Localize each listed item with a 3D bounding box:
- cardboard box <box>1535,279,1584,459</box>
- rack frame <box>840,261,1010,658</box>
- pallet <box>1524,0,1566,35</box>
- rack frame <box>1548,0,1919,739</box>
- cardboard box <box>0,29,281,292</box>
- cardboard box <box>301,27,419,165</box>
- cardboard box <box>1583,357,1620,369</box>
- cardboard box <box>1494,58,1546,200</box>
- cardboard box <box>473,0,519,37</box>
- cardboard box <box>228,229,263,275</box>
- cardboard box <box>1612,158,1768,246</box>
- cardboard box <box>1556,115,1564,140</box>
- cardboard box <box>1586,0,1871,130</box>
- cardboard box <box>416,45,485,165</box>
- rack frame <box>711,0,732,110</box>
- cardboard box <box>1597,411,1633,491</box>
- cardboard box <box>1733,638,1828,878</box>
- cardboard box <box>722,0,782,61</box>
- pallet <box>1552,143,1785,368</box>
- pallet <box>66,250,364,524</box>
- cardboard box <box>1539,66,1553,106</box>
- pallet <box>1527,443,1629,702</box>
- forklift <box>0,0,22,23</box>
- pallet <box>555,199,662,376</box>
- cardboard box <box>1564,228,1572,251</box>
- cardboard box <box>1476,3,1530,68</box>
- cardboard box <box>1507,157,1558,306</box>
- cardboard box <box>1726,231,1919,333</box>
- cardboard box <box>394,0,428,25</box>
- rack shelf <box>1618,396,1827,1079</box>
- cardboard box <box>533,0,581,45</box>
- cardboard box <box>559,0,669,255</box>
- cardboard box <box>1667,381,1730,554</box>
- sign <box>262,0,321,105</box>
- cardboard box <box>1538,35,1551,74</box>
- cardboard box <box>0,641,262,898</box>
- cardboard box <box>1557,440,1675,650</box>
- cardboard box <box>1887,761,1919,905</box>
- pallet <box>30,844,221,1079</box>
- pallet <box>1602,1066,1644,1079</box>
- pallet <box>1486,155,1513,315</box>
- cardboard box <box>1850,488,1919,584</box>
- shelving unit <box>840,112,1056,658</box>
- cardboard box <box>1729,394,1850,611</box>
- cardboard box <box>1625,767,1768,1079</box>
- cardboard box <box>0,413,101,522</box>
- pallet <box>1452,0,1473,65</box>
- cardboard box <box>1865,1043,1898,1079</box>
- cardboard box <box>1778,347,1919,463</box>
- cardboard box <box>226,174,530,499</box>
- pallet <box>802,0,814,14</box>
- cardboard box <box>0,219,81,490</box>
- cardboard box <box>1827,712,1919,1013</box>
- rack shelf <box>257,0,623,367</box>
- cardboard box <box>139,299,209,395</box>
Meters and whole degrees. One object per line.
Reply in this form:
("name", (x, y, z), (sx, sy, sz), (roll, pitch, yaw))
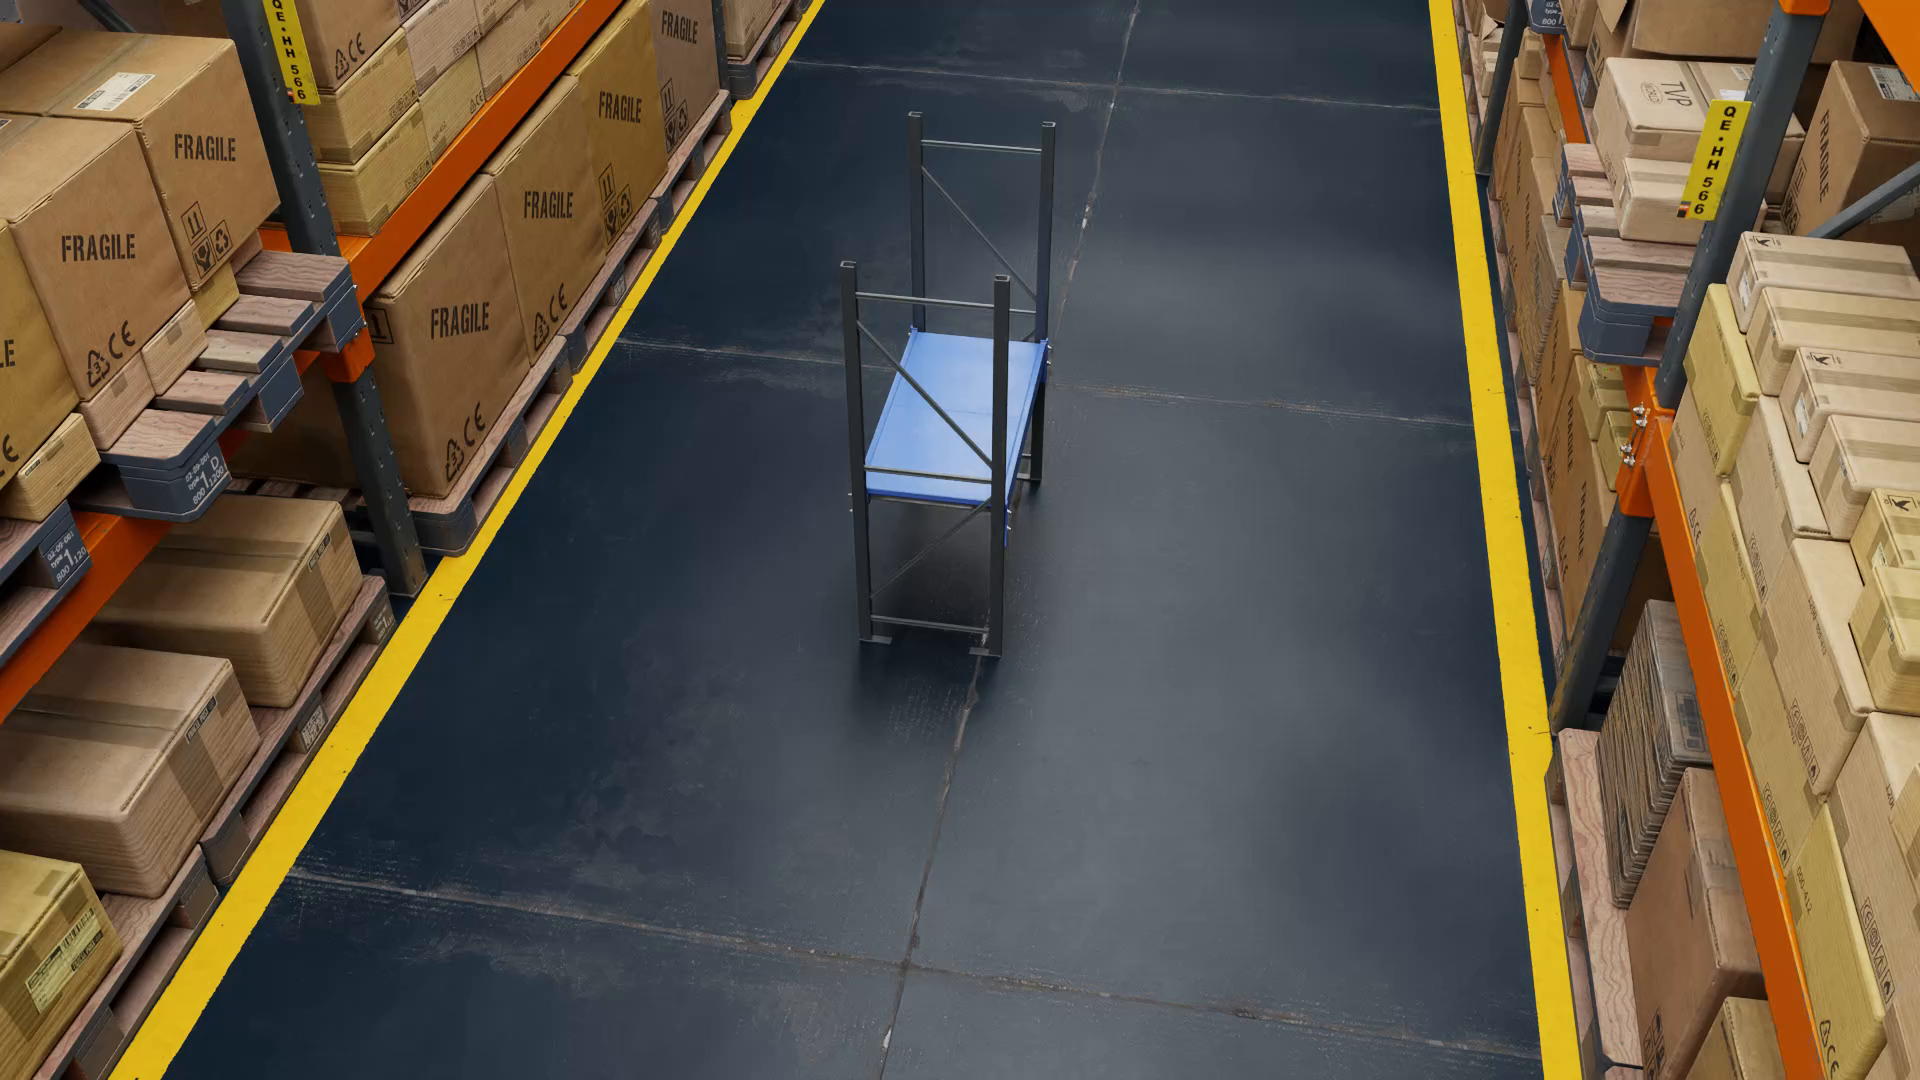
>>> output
("cardboard box", (2.491, -0.618, 6.275), (0.500, 0.500, 0.500), (8, 40, 10))
("rack frame", (-0.103, -0.205, 5.321), (0.500, 1.500, 0.032), (6, 40, 8))
("pallet", (2.891, -2.435, 6.992), (1.003, 0.211, 1.213), (6, 40, 8))
("rack frame", (2.445, -0.489, 4.487), (1.000, 3.000, 0.127), (6, 40, 8))
("cardboard box", (-2.249, -1.033, 4.503), (0.500, 0.500, 0.500), (5, 40, 6))
("cardboard box", (-2.113, -1.459, 5.386), (0.500, 0.250, 0.500), (6, 40, 7))
("cardboard box", (2.387, -0.610, 5.757), (0.380, 0.149, 0.250), (5, 40, 6))
("cardboard box", (2.832, -1.919, 7.849), (0.500, 0.500, 0.500), (8, 40, 10))
("cardboard box", (-1.924, -2.095, 6.155), (0.500, 0.250, 0.500), (6, 40, 8))
("cardboard box", (-2.269, -0.867, 4.812), (0.380, 0.149, 0.250), (8, 40, 9))
("cardboard box", (2.181, -1.008, 4.983), (0.380, 0.149, 0.250), (7, 40, 8))
("cardboard box", (2.774, -1.733, 7.116), (0.380, 0.149, 0.250), (6, 40, 7))
("cardboard box", (2.545, -1.735, 5.584), (0.797, 0.503, 0.637), (6, 40, 7))
("cardboard box", (-2.040, -1.579, 5.924), (0.500, 0.250, 0.500), (5, 40, 6))
("rack frame", (-1.752, -3.544, 8.182), (1.000, 3.000, 0.127), (6, 40, 8))
("cardboard box", (2.281, -0.275, 5.351), (0.380, 0.149, 0.250), (5, 40, 5))
("cardboard box", (1.953, 0.460, 3.457), (0.500, 0.250, 0.500), (5, 40, 6))
("cardboard box", (-1.538, -3.100, 9.327), (0.875, 0.438, 0.875), (6, 40, 7))
("pallet", (2.493, -0.848, 5.072), (1.213, 0.211, 1.003), (6, 40, 8))
("pallet", (-2.463, -0.501, 4.652), (1.213, 0.211, 1.003), (6, 40, 8))
("cardboard box", (2.841, -2.069, 7.522), (0.380, 0.149, 0.250), (5, 40, 6))
("pallet", (2.612, 0.122, 5.937), (1.003, 0.211, 1.213), (6, 40, 8))
("forklift", (-4.855, -1.870, 6.211), (1.130, 2.935, 3.031), (8, 40, 10))
("pallet", (-2.020, -1.209, 7.546), (1.003, 0.211, 1.213), (6, 40, 8))
("cardboard box", (2.538, -1.104, 6.354), (0.380, 0.149, 0.250), (5, 40, 6))
("cardboard box", (3.006, -2.713, 8.994), (0.396, 0.266, 0.258), (8, 40, 9))
("cardboard box", (2.659, -1.271, 7.065), (0.500, 0.500, 0.500), (5, 40, 6))
("cardboard box", (2.100, -0.610, 4.046), (0.380, 0.149, 0.250), (8, 40, 9))
("cardboard box", (-2.042, -2.052, 5.515), (0.500, 0.500, 0.500), (7, 40, 8))
("rack shelf", (2.099, 1.044, 3.198), (1.077, 0.370, 4.000), (6, 40, 8))
("cardboard box", (-1.862, -2.218, 6.696), (0.500, 0.250, 0.500), (6, 40, 8))
("cardboard box", (-1.929, -1.921, 7.557), (0.875, 0.875, 0.875), (7, 40, 9))
("cardboard box", (2.128, -0.179, 4.230), (0.500, 0.250, 0.500), (7, 40, 8))
("sign", (-1.908, -1.395, 4.737), (0.100, 0.325, 0.005), (6, 40, 8))
("cardboard box", (2.815, -2.198, 7.444), (0.380, 0.149, 0.250), (5, 40, 6))
("cardboard box", (-2.672, 0.635, 4.861), (0.950, 0.372, 0.625), (6, 40, 7))
("cardboard box", (2.307, 0.024, 5.499), (0.500, 0.500, 0.500), (7, 40, 9))
("cardboard box", (1.755, 0.514, 2.686), (0.380, 0.149, 0.250), (5, 40, 6))
("pallet", (-2.794, 1.295, 4.518), (1.003, 0.211, 1.213), (6, 40, 8))
("pallet", (2.051, 1.862, 3.832), (1.003, 0.211, 1.213), (6, 40, 8))
("pallet", (3.034, -1.409, 7.789), (1.003, 0.211, 1.213), (6, 40, 8))
("cardboard box", (1.989, 0.049, 3.249), (0.380, 0.149, 0.250), (7, 40, 8))
("shelving unit", (-0.015, -0.524, 5.707), (0.538, 1.500, 1.048), (6, 40, 8))
("cardboard box", (2.040, -0.058, 3.691), (0.500, 0.250, 0.500), (8, 40, 9))
("cardboard box", (2.218, 1.066, 4.141), (0.875, 0.625, 0.625), (8, 40, 9))
("cardboard box", (-2.329, -0.196, 4.001), (0.380, 0.149, 0.250), (7, 40, 8))
("pallet", (3.466, -3.123, 9.862), (1.003, 0.211, 1.213), (6, 40, 8))
("cardboard box", (1.780, 1.110, 2.671), (0.500, 0.250, 0.500), (7, 40, 8))
("cardboard box", (2.036, -0.278, 3.644), (0.380, 0.149, 0.250), (7, 40, 9))
("cardboard box", (-2.243, -0.801, 6.202), (0.875, 0.875, 0.875), (6, 40, 7))
("pallet", (-1.335, -3.706, 10.566), (1.003, 0.211, 1.213), (6, 40, 8))
("cardboard box", (-2.414, -0.390, 3.726), (0.500, 0.500, 0.500), (4, 40, 5))
("cardboard box", (1.868, 0.592, 2.905), (0.500, 0.250, 0.500), (7, 40, 8))
("rack shelf", (-2.098, -2.011, 6.893), (1.077, 0.370, 4.000), (6, 40, 8))
("cardboard box", (-2.244, -0.528, 4.402), (0.380, 0.149, 0.250), (6, 40, 7))
